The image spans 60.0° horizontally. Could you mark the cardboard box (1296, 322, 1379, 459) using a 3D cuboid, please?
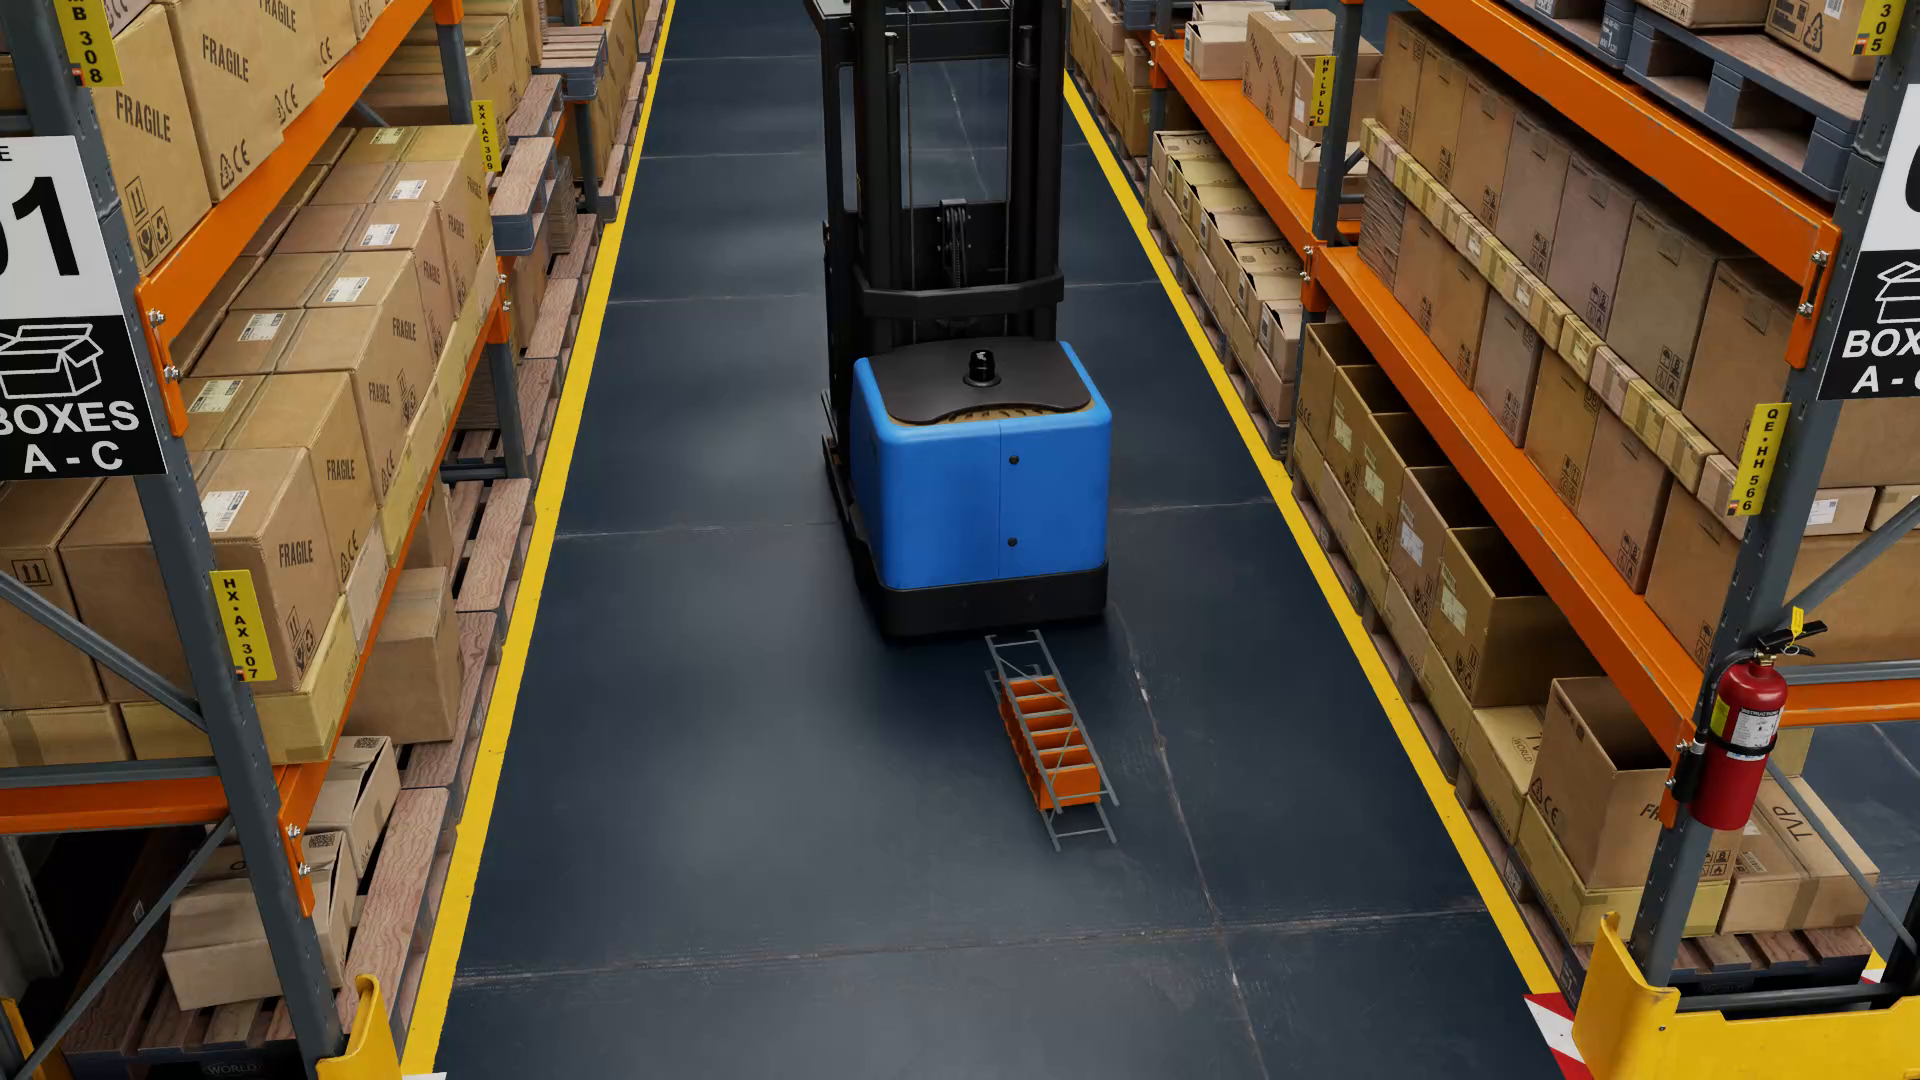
[{"bbox_3d":[1.971,-0.738,8.102,0.500,0.500,0.500,-3,31,-5],"label":"cardboard box"}]

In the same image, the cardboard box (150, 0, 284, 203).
[{"bbox_3d":[-2.115,-1.185,4.266,0.500,0.500,0.500,-1,31,-1],"label":"cardboard box"}]

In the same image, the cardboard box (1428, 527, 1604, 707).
[{"bbox_3d":[2.159,0.283,6.392,0.500,0.500,0.500,-3,31,-5],"label":"cardboard box"}]

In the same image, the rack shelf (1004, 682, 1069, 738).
[{"bbox_3d":[0.317,0.700,6.889,0.258,0.180,0.103,-6,31,-11],"label":"rack shelf"}]

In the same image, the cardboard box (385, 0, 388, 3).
[{"bbox_3d":[-2.364,-2.264,6.072,0.500,0.500,0.500,-5,31,-9],"label":"cardboard box"}]

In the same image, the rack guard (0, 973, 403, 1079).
[{"bbox_3d":[-2.325,1.647,5.004,1.175,0.500,0.348,-3,31,-5],"label":"rack guard"}]

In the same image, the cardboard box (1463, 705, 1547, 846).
[{"bbox_3d":[2.211,0.860,6.158,0.500,0.250,0.500,-3,31,-5],"label":"cardboard box"}]

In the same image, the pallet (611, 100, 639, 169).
[{"bbox_3d":[-3.175,-3.302,13.572,1.003,0.211,1.213,-3,31,-5],"label":"pallet"}]

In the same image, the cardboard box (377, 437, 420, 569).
[{"bbox_3d":[-2.152,-0.120,5.653,0.500,0.250,0.500,-3,31,-5],"label":"cardboard box"}]

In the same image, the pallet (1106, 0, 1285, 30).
[{"bbox_3d":[1.733,-3.971,12.160,1.213,0.211,1.003,-3,31,-5],"label":"pallet"}]

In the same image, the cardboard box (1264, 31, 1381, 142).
[{"bbox_3d":[2.088,-2.629,9.629,0.500,0.500,0.500,-3,31,-5],"label":"cardboard box"}]

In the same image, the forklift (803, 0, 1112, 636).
[{"bbox_3d":[-0.122,-1.572,8.024,1.130,2.935,3.031,-6,31,-10],"label":"forklift"}]

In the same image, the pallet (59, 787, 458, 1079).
[{"bbox_3d":[-2.366,1.355,5.776,1.003,0.211,1.213,-3,31,-5],"label":"pallet"}]

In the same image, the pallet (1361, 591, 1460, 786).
[{"bbox_3d":[2.390,0.561,7.105,1.003,0.211,1.213,-3,31,-5],"label":"pallet"}]

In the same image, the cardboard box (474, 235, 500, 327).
[{"bbox_3d":[-2.346,-1.146,7.370,0.500,0.250,0.500,-3,31,-4],"label":"cardboard box"}]

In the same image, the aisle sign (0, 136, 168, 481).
[{"bbox_3d":[-2.013,-0.481,3.594,0.394,0.787,0.004,-3,31,-5],"label":"aisle sign"}]

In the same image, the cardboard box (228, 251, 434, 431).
[{"bbox_3d":[-2.202,-0.691,5.877,0.500,0.500,0.500,-2,31,-3],"label":"cardboard box"}]

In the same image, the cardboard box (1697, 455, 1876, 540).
[{"bbox_3d":[2.388,-0.134,4.818,0.380,0.149,0.250,-3,31,-5],"label":"cardboard box"}]

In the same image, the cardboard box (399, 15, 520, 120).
[{"bbox_3d":[-2.843,-2.543,9.055,0.700,0.500,0.500,1,31,2],"label":"cardboard box"}]

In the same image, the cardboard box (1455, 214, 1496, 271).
[{"bbox_3d":[2.197,-1.186,6.580,0.380,0.149,0.250,-4,31,-6],"label":"cardboard box"}]

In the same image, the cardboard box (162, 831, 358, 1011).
[{"bbox_3d":[-2.293,1.221,5.474,0.500,0.311,0.500,-6,31,-10],"label":"cardboard box"}]

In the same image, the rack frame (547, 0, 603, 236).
[{"bbox_3d":[-3.066,-3.471,11.137,1.000,3.000,0.127,-3,31,-5],"label":"rack frame"}]

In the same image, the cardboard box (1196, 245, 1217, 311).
[{"bbox_3d":[1.773,-1.645,10.351,0.500,0.250,0.500,-2,31,-4],"label":"cardboard box"}]

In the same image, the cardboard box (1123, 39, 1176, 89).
[{"bbox_3d":[1.535,-3.643,12.701,0.500,0.250,0.500,-2,31,-3],"label":"cardboard box"}]

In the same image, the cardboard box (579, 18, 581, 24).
[{"bbox_3d":[-2.881,-3.680,11.712,0.380,0.149,0.250,-2,31,-4],"label":"cardboard box"}]

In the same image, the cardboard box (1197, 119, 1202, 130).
[{"bbox_3d":[2.054,-3.339,12.924,0.500,0.500,0.500,-4,31,-6],"label":"cardboard box"}]

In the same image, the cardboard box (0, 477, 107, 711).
[{"bbox_3d":[-2.574,0.116,4.525,0.500,0.500,0.500,-3,31,-5],"label":"cardboard box"}]

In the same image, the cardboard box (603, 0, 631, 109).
[{"bbox_3d":[-3.163,-3.992,13.694,0.750,0.750,0.750,-2,31,-3],"label":"cardboard box"}]

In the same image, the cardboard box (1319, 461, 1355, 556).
[{"bbox_3d":[2.023,-0.161,7.867,0.500,0.250,0.500,-3,31,-5],"label":"cardboard box"}]

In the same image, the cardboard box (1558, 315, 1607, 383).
[{"bbox_3d":[2.292,-0.660,5.700,0.380,0.149,0.250,-2,31,-3],"label":"cardboard box"}]

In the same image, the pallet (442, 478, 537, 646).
[{"bbox_3d":[-2.594,0.109,7.861,1.003,0.211,1.213,-3,31,-5],"label":"pallet"}]

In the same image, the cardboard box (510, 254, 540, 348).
[{"bbox_3d":[-2.883,-1.444,9.751,0.700,0.500,0.500,-2,31,-4],"label":"cardboard box"}]

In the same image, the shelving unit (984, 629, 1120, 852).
[{"bbox_3d":[0.352,0.783,6.751,0.258,0.189,1.200,-6,31,-11],"label":"shelving unit"}]

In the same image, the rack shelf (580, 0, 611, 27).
[{"bbox_3d":[-3.252,-4.184,13.031,1.077,0.370,4.000,-3,31,-5],"label":"rack shelf"}]

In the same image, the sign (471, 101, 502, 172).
[{"bbox_3d":[-2.152,-1.831,7.546,0.100,0.325,0.005,-3,31,-5],"label":"sign"}]

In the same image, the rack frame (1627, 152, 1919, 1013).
[{"bbox_3d":[2.614,0.374,4.699,1.000,3.000,0.127,-3,31,-5],"label":"rack frame"}]

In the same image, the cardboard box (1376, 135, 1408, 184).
[{"bbox_3d":[2.096,-1.715,7.466,0.380,0.149,0.250,-2,31,-4],"label":"cardboard box"}]

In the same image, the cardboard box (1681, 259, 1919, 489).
[{"bbox_3d":[2.578,-0.492,4.786,0.700,0.500,0.500,-3,31,-4],"label":"cardboard box"}]

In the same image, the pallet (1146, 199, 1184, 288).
[{"bbox_3d":[1.904,-2.091,11.545,1.003,0.211,1.213,-3,31,-5],"label":"pallet"}]

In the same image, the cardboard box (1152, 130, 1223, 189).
[{"bbox_3d":[1.623,-2.670,11.519,0.500,0.311,0.500,-2,31,-3],"label":"cardboard box"}]

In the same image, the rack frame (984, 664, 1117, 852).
[{"bbox_3d":[0.352,0.861,6.798,0.240,0.006,1.200,-6,31,-11],"label":"rack frame"}]

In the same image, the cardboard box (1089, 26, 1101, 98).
[{"bbox_3d":[1.395,-4.083,14.168,0.500,0.500,0.500,-2,31,-4],"label":"cardboard box"}]

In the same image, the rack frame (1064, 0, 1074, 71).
[{"bbox_3d":[1.492,-5.753,14.956,1.000,3.000,0.127,-3,31,-5],"label":"rack frame"}]

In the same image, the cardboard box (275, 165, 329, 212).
[{"bbox_3d":[-2.811,-1.181,6.698,0.500,0.500,0.500,-3,31,-5],"label":"cardboard box"}]

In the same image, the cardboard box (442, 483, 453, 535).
[{"bbox_3d":[-2.612,-0.130,7.876,0.380,0.166,0.250,-7,32,-11],"label":"cardboard box"}]

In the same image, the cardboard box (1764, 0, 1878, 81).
[{"bbox_3d":[2.564,-1.492,4.251,0.797,0.503,0.637,-1,31,-1],"label":"cardboard box"}]

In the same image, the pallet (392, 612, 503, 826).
[{"bbox_3d":[-2.477,0.733,6.816,1.003,0.211,1.213,-3,31,-5],"label":"pallet"}]

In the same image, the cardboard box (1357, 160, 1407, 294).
[{"bbox_3d":[2.288,-1.485,7.714,0.700,0.500,0.500,-4,31,-6],"label":"cardboard box"}]

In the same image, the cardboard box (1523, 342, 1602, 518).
[{"bbox_3d":[2.488,-0.430,5.947,0.700,0.500,0.500,-3,31,-4],"label":"cardboard box"}]

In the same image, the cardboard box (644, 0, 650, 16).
[{"bbox_3d":[-3.497,-5.526,16.605,0.700,0.500,0.500,-2,31,-3],"label":"cardboard box"}]

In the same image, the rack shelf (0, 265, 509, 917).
[{"bbox_3d":[-2.505,-0.099,6.192,1.077,0.370,4.000,-3,31,-5],"label":"rack shelf"}]

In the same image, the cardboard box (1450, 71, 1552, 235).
[{"bbox_3d":[2.382,-1.528,6.521,0.700,0.500,0.500,-3,31,-5],"label":"cardboard box"}]

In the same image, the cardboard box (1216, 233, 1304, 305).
[{"bbox_3d":[1.817,-1.622,9.766,0.500,0.311,0.500,-3,31,-5],"label":"cardboard box"}]
